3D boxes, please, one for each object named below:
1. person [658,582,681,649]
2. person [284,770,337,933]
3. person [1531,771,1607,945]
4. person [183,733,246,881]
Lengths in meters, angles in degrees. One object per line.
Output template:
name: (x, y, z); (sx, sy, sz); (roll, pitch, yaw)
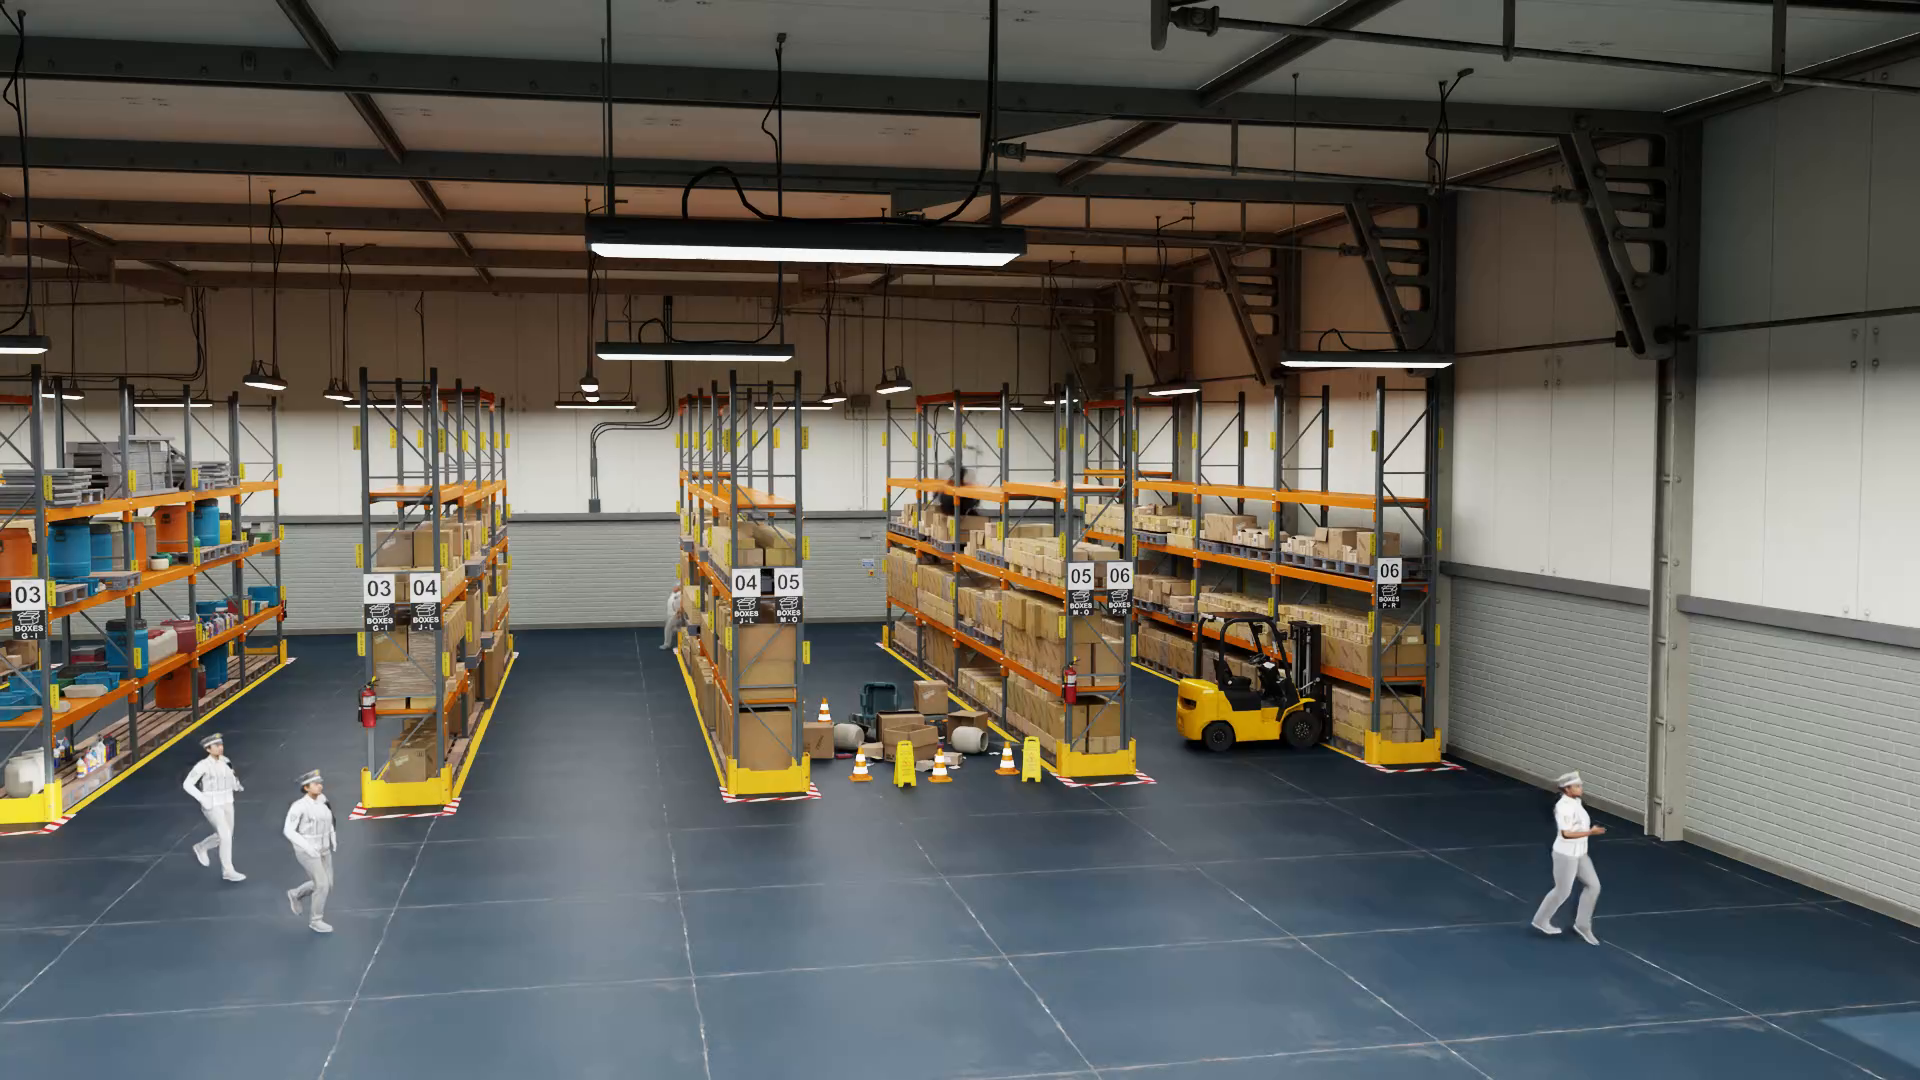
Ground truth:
person: (-6.845, 1.815, 40.109); (0.750, 1.613, 0.662); (-3, 4, -40)
person: (-6.692, 3.166, 17.053); (0.609, 1.659, 0.645); (1, 4, 17)
person: (6.101, 3.169, 16.609); (0.714, 1.757, 0.556); (3, 4, 39)
person: (-8.515, 3.031, 19.010); (0.832, 1.665, 0.626); (1, 4, 22)
